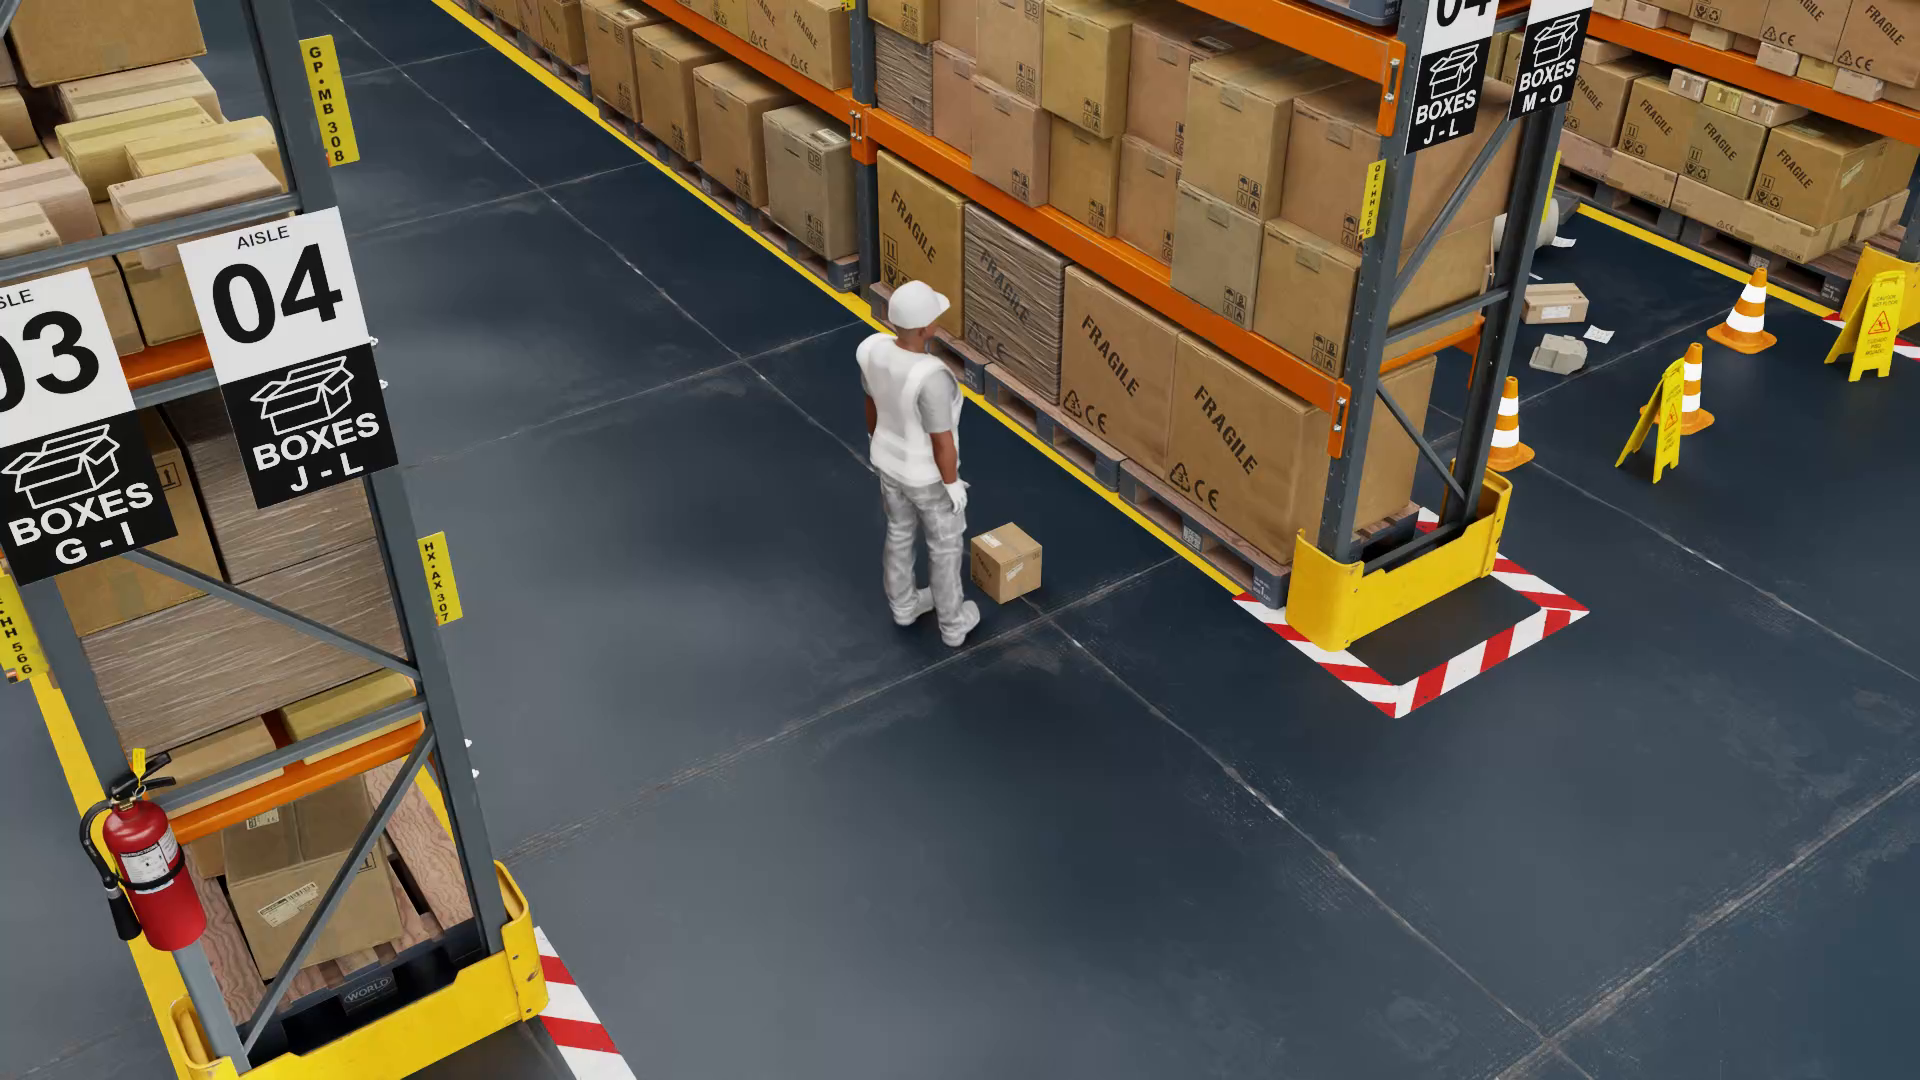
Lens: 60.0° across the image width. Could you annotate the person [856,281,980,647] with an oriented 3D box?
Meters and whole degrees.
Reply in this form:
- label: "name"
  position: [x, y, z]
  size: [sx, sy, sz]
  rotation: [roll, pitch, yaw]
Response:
- label: "person"
  position: [-0.166, -0.356, 7.461]
  size: [0.414, 1.786, 0.602]
  rotation: [-28, 44, -33]
